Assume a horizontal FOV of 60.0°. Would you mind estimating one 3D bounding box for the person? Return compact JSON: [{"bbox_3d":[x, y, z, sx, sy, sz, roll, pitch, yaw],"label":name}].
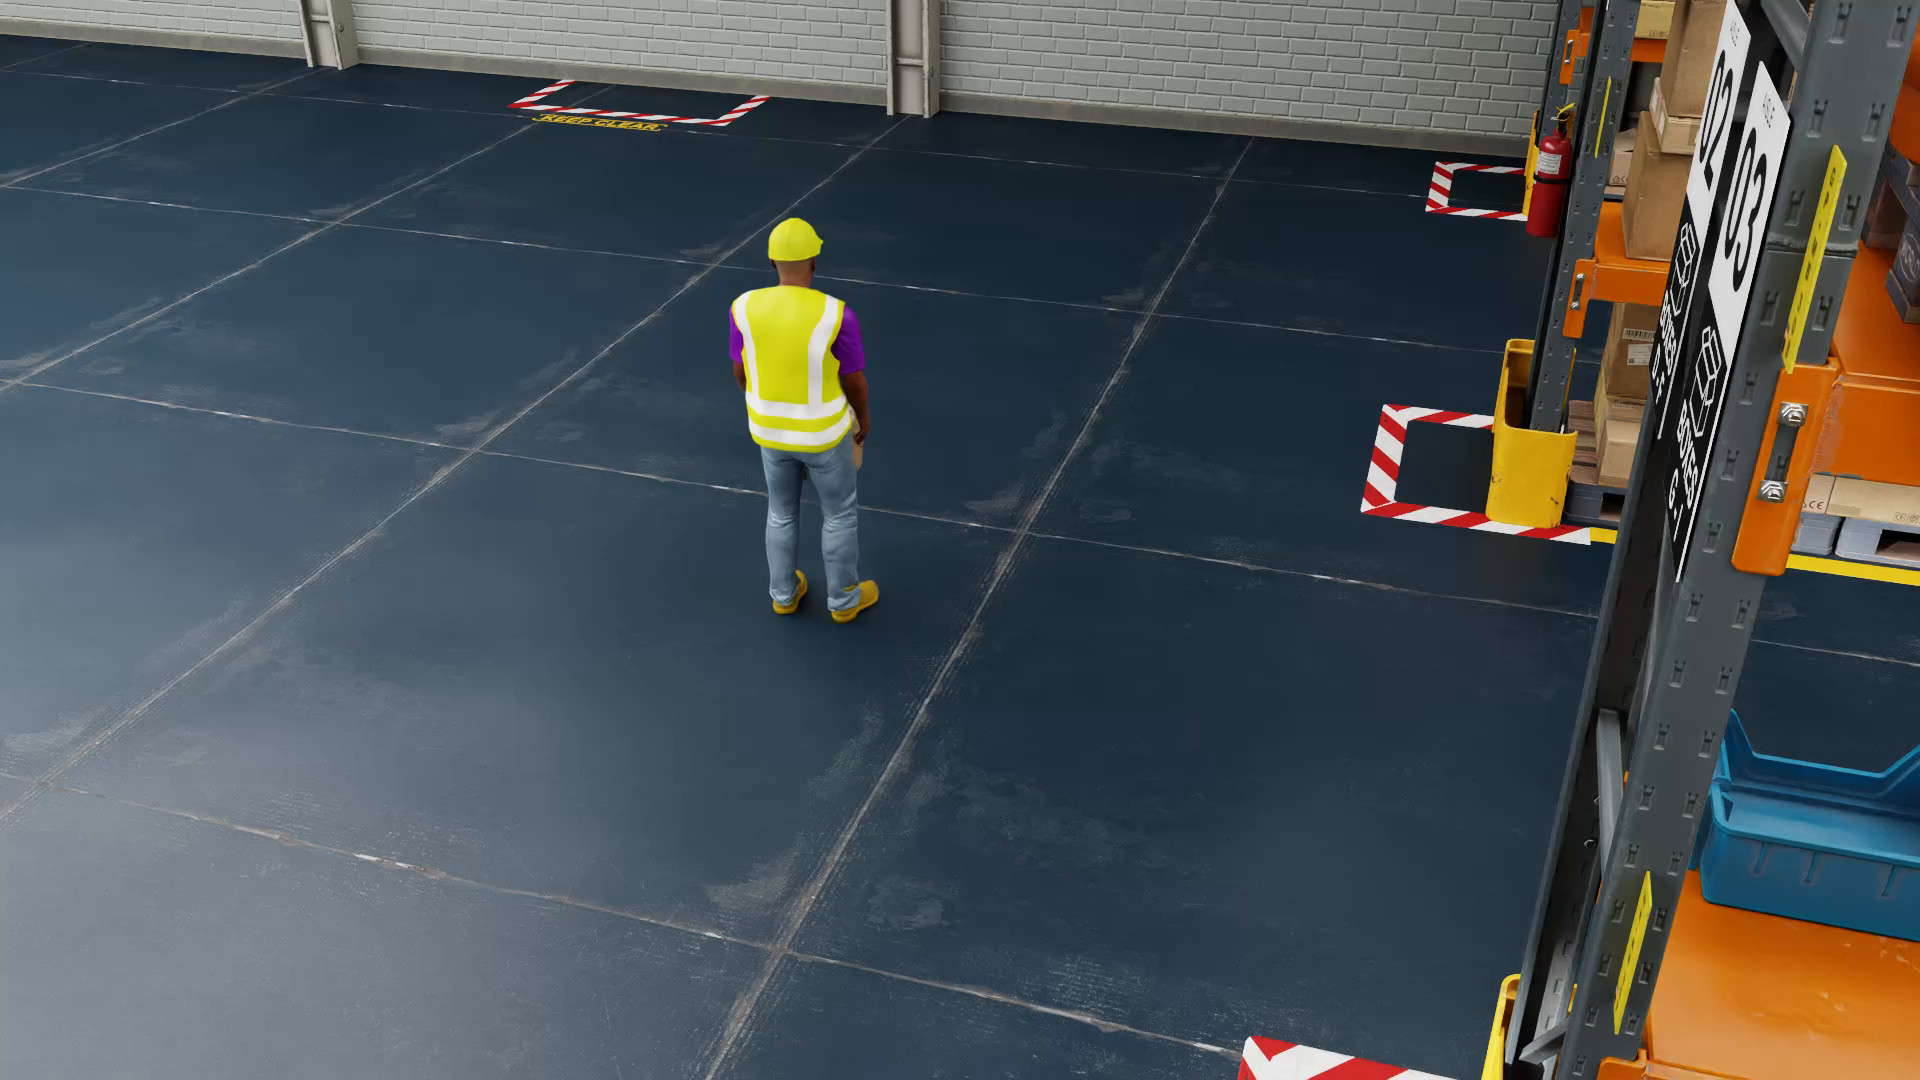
[{"bbox_3d":[-0.654,-0.478,6.963,0.580,1.767,0.434,8,30,14],"label":"person"}]
